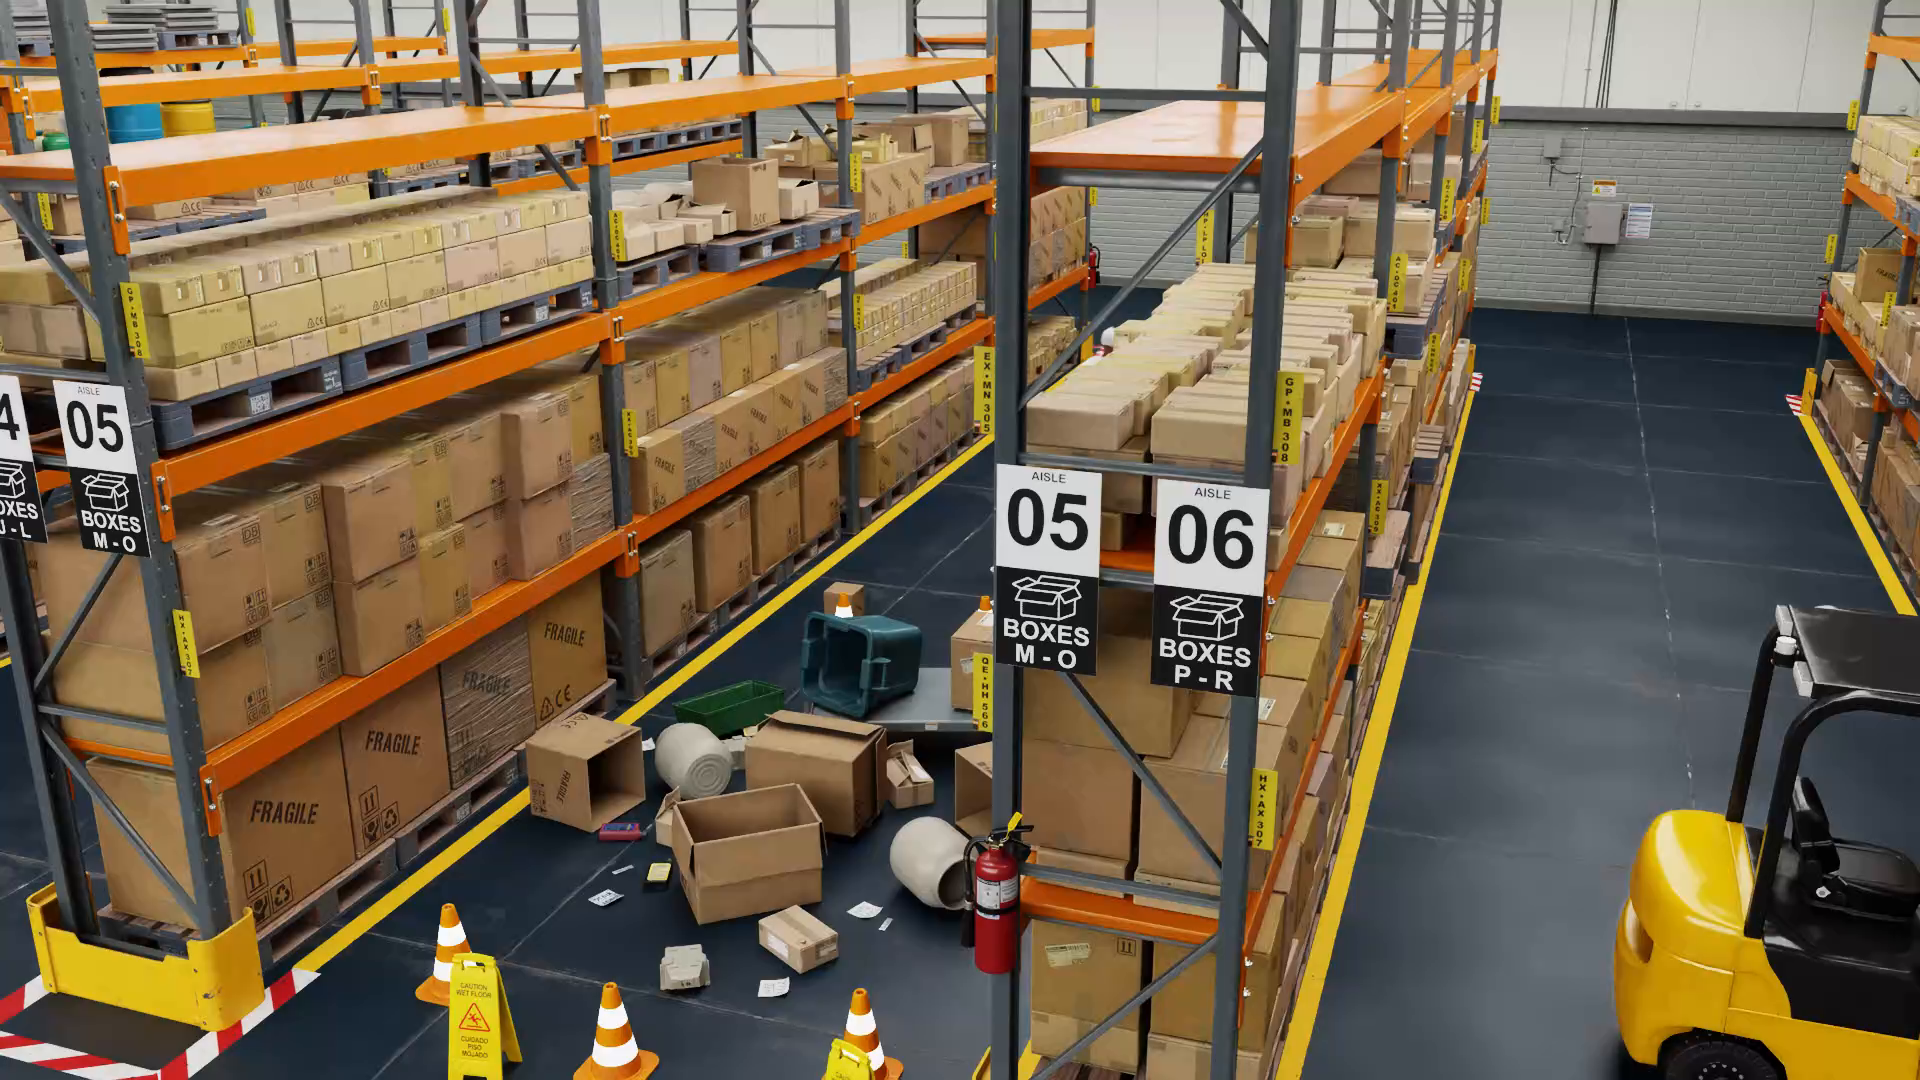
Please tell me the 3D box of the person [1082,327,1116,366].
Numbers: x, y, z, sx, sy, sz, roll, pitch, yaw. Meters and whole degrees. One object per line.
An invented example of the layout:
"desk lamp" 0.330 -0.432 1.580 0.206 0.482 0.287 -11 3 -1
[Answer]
"person" 1.436 -1.184 15.976 0.565 1.759 0.475 10 21 27
